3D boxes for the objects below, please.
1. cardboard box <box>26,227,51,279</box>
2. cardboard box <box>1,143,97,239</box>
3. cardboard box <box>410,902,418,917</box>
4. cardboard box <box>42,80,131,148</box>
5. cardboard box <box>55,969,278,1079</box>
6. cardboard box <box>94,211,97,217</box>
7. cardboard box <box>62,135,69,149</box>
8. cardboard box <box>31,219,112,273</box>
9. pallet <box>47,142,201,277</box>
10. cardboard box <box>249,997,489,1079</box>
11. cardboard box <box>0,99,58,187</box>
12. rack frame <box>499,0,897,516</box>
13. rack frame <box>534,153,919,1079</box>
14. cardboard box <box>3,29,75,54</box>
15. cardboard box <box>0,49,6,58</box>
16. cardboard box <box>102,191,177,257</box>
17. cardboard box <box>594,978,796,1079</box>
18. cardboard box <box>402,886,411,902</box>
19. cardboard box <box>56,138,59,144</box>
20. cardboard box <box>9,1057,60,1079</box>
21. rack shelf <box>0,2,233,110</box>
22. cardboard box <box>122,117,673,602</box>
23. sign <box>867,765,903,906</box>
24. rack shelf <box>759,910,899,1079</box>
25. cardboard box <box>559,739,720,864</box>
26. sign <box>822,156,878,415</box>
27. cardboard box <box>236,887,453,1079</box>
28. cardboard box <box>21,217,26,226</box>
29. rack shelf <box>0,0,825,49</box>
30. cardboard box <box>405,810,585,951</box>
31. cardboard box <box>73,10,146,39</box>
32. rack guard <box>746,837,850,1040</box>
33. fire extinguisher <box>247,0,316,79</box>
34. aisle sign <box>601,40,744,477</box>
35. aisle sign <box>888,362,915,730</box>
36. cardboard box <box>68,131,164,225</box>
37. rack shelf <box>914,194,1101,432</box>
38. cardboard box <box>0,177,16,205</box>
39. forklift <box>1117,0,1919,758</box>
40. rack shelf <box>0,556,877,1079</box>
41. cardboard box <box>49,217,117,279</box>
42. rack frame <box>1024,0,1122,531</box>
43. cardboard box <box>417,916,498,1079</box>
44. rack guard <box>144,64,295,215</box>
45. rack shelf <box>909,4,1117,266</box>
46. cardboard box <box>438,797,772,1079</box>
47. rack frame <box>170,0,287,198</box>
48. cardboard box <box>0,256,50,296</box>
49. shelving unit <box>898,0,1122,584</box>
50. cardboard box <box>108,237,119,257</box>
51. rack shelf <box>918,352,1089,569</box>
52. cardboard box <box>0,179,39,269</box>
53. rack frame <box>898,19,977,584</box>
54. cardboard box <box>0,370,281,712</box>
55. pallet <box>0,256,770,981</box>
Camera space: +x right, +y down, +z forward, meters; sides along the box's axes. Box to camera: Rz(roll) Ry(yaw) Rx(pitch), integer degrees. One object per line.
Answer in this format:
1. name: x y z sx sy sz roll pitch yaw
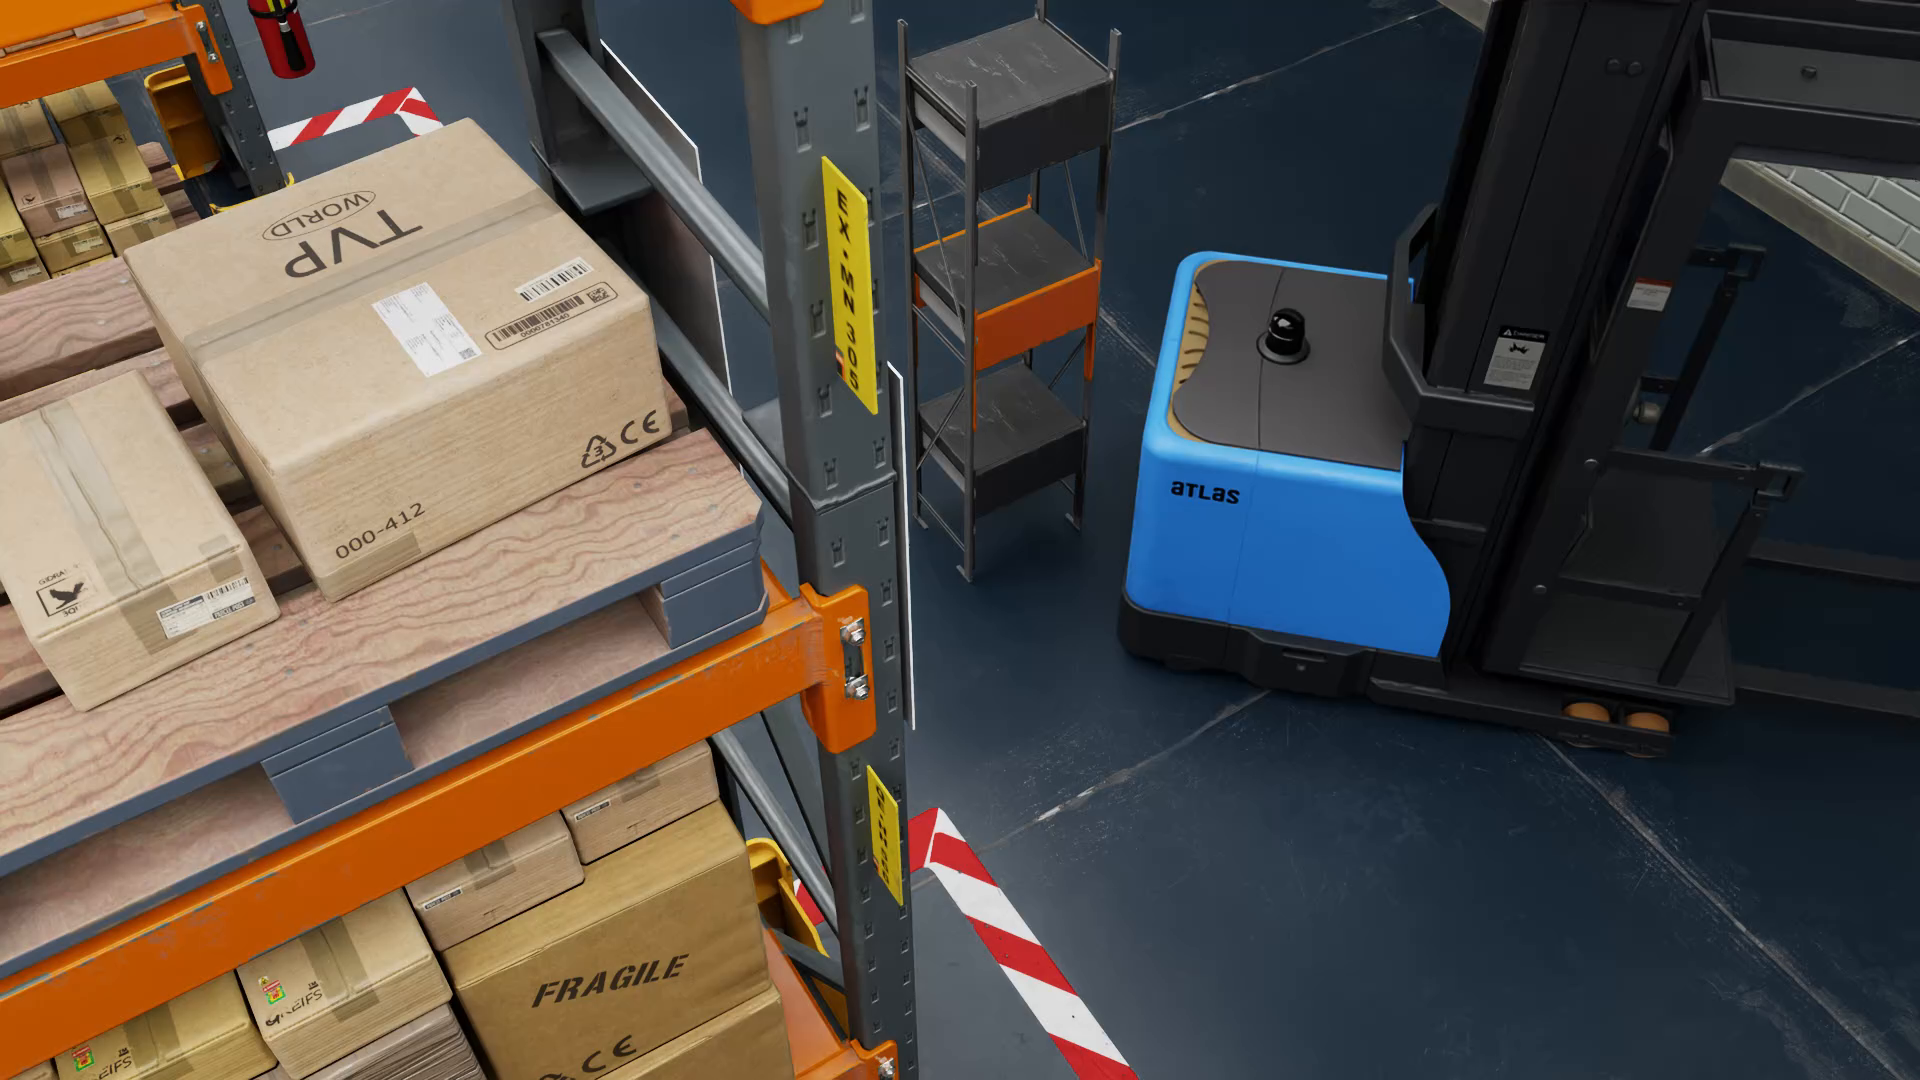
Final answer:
1. cardboard box: -3.901 -1.094 6.844 0.250 0.149 0.380 -25 53 -21
2. cardboard box: -3.690 -1.416 6.732 0.250 0.149 0.380 -24 53 -20
3. cardboard box: -1.380 0.821 3.444 0.500 0.500 0.500 -26 53 -21
4. cardboard box: -3.759 -1.857 7.124 0.250 0.149 0.380 -27 54 -22
5. cardboard box: -1.214 0.659 2.483 0.250 0.149 0.380 -24 53 -20
6. cardboard box: -3.926 -1.490 7.196 0.250 0.149 0.380 -25 53 -21
7. cardboard box: -3.714 -1.705 7.189 0.250 0.149 0.380 -23 52 -19
8. cardboard box: -3.678 -1.291 6.820 0.250 0.149 0.380 -26 53 -22
9. pallet: -3.904 -1.202 7.179 1.213 0.211 1.003 -25 53 -21
10. cardboard box: -1.115 0.828 2.767 0.500 0.500 0.500 -25 53 -21
11. cardboard box: -3.928 -1.671 6.959 0.250 0.149 0.380 -24 53 -20
12. rack frame: -0.407 -1.370 1.445 0.127 3.000 1.000 -25 53 -21
13. rack frame: -0.407 0.625 3.685 0.127 3.000 1.000 -25 53 -21
14. cardboard box: -3.490 -1.994 6.185 0.250 0.149 0.380 -25 53 -21
15. cardboard box: -3.694 -1.885 6.088 0.250 0.149 0.380 -26 53 -21
16. cardboard box: -3.428 -1.361 6.882 0.250 0.149 0.380 -27 53 -22
17. cardboard box: -0.674 0.951 3.328 0.500 0.500 0.500 -25 53 -21
18. cardboard box: -1.399 0.481 3.077 0.500 0.500 0.500 -27 54 -22
19. cardboard box: -3.976 -1.632 7.123 0.250 0.149 0.380 -25 53 -21
20. cardboard box: -1.473 0.719 2.430 0.250 0.149 0.380 -26 53 -21
21. rack shelf: -4.826 -1.425 5.992 4.000 0.370 1.077 -25 53 -21
22. cardboard box: -0.740 -0.260 2.216 0.500 0.250 0.500 -30 55 -24
23. sign: -0.130 0.509 2.854 0.005 0.325 0.100 -25 53 -21
24. rack shelf: -2.099 1.661 3.244 4.000 0.370 1.077 -25 53 -21
25. cardboard box: -0.604 0.313 2.792 0.250 0.149 0.380 -25 53 -20
26. sign: -0.130 -0.293 1.954 0.005 0.325 0.100 -25 53 -21
27. cardboard box: -0.979 0.585 2.550 0.250 0.149 0.380 -26 53 -21
28. cardboard box: -4.132 -1.387 7.104 0.250 0.149 0.380 -25 53 -20
29. rack shelf: -2.099 -0.201 1.153 4.000 0.370 1.077 -25 53 -21
30. cardboard box: -0.806 0.429 2.688 0.250 0.149 0.380 -24 53 -20
31. cardboard box: -3.259 -2.069 6.253 0.250 0.149 0.380 -25 53 -21
32. rack guard: -0.387 1.446 4.627 0.348 0.500 1.175 -25 53 -21
33. fire extinguisher: -2.675 -2.121 6.431 0.183 0.674 0.296 -25 53 -21
34. aisle sign: -0.501 -0.452 2.903 0.004 0.787 0.394 -25 53 -21
35. aisle sign: -0.181 -0.073 2.565 0.004 0.787 0.394 -25 53 -21
36. cardboard box: -3.447 -1.480 6.789 0.250 0.149 0.380 -25 53 -20
37. rack shelf: 0.140 -0.755 5.535 0.480 0.518 0.431 -25 53 -21
38. cardboard box: -4.136 -1.478 6.987 0.250 0.149 0.380 -25 53 -20
39. forklift: 2.125 -0.680 4.893 3.031 2.935 1.130 9 49 8
40. rack shelf: -2.099 0.663 2.124 4.000 0.370 1.077 -25 53 -21
41. cardboard box: -3.632 -1.145 6.889 0.250 0.149 0.380 -24 52 -20
42. rack frame: 0.346 -0.861 5.611 0.015 2.100 0.400 -25 53 -21
43. cardboard box: -1.107 1.141 3.158 0.500 0.500 0.500 -26 53 -22
44. rack guard: -3.198 -1.600 7.340 0.348 0.500 1.175 -25 53 -21
45. rack shelf: 0.140 -1.221 5.012 0.480 0.518 0.431 -25 53 -21
46. cardboard box: -0.688 0.601 2.969 0.500 0.500 0.500 -24 52 -20
47. rack frame: -3.134 -2.461 6.433 0.127 3.000 1.000 -25 53 -21
48. cardboard box: -3.867 -1.153 6.697 0.250 0.149 0.380 -27 54 -22
49. shelving unit: 0.140 -0.764 5.525 0.503 2.100 0.431 -25 53 -21
50. cardboard box: -3.468 -1.312 7.037 0.250 0.149 0.380 -24 53 -20
51. rack shelf: 0.140 -0.290 6.058 0.480 0.518 0.431 -25 53 -21
52. cardboard box: -3.841 -1.233 6.568 0.250 0.149 0.380 -26 53 -22
53. rack frame: -0.066 -0.667 5.438 0.015 2.100 0.400 -25 53 -21
54. cardboard box: -1.052 -0.008 2.060 0.250 0.149 0.380 -29 54 -23
55. pallet: -1.029 -0.041 2.329 1.213 0.211 1.003 -25 53 -21
